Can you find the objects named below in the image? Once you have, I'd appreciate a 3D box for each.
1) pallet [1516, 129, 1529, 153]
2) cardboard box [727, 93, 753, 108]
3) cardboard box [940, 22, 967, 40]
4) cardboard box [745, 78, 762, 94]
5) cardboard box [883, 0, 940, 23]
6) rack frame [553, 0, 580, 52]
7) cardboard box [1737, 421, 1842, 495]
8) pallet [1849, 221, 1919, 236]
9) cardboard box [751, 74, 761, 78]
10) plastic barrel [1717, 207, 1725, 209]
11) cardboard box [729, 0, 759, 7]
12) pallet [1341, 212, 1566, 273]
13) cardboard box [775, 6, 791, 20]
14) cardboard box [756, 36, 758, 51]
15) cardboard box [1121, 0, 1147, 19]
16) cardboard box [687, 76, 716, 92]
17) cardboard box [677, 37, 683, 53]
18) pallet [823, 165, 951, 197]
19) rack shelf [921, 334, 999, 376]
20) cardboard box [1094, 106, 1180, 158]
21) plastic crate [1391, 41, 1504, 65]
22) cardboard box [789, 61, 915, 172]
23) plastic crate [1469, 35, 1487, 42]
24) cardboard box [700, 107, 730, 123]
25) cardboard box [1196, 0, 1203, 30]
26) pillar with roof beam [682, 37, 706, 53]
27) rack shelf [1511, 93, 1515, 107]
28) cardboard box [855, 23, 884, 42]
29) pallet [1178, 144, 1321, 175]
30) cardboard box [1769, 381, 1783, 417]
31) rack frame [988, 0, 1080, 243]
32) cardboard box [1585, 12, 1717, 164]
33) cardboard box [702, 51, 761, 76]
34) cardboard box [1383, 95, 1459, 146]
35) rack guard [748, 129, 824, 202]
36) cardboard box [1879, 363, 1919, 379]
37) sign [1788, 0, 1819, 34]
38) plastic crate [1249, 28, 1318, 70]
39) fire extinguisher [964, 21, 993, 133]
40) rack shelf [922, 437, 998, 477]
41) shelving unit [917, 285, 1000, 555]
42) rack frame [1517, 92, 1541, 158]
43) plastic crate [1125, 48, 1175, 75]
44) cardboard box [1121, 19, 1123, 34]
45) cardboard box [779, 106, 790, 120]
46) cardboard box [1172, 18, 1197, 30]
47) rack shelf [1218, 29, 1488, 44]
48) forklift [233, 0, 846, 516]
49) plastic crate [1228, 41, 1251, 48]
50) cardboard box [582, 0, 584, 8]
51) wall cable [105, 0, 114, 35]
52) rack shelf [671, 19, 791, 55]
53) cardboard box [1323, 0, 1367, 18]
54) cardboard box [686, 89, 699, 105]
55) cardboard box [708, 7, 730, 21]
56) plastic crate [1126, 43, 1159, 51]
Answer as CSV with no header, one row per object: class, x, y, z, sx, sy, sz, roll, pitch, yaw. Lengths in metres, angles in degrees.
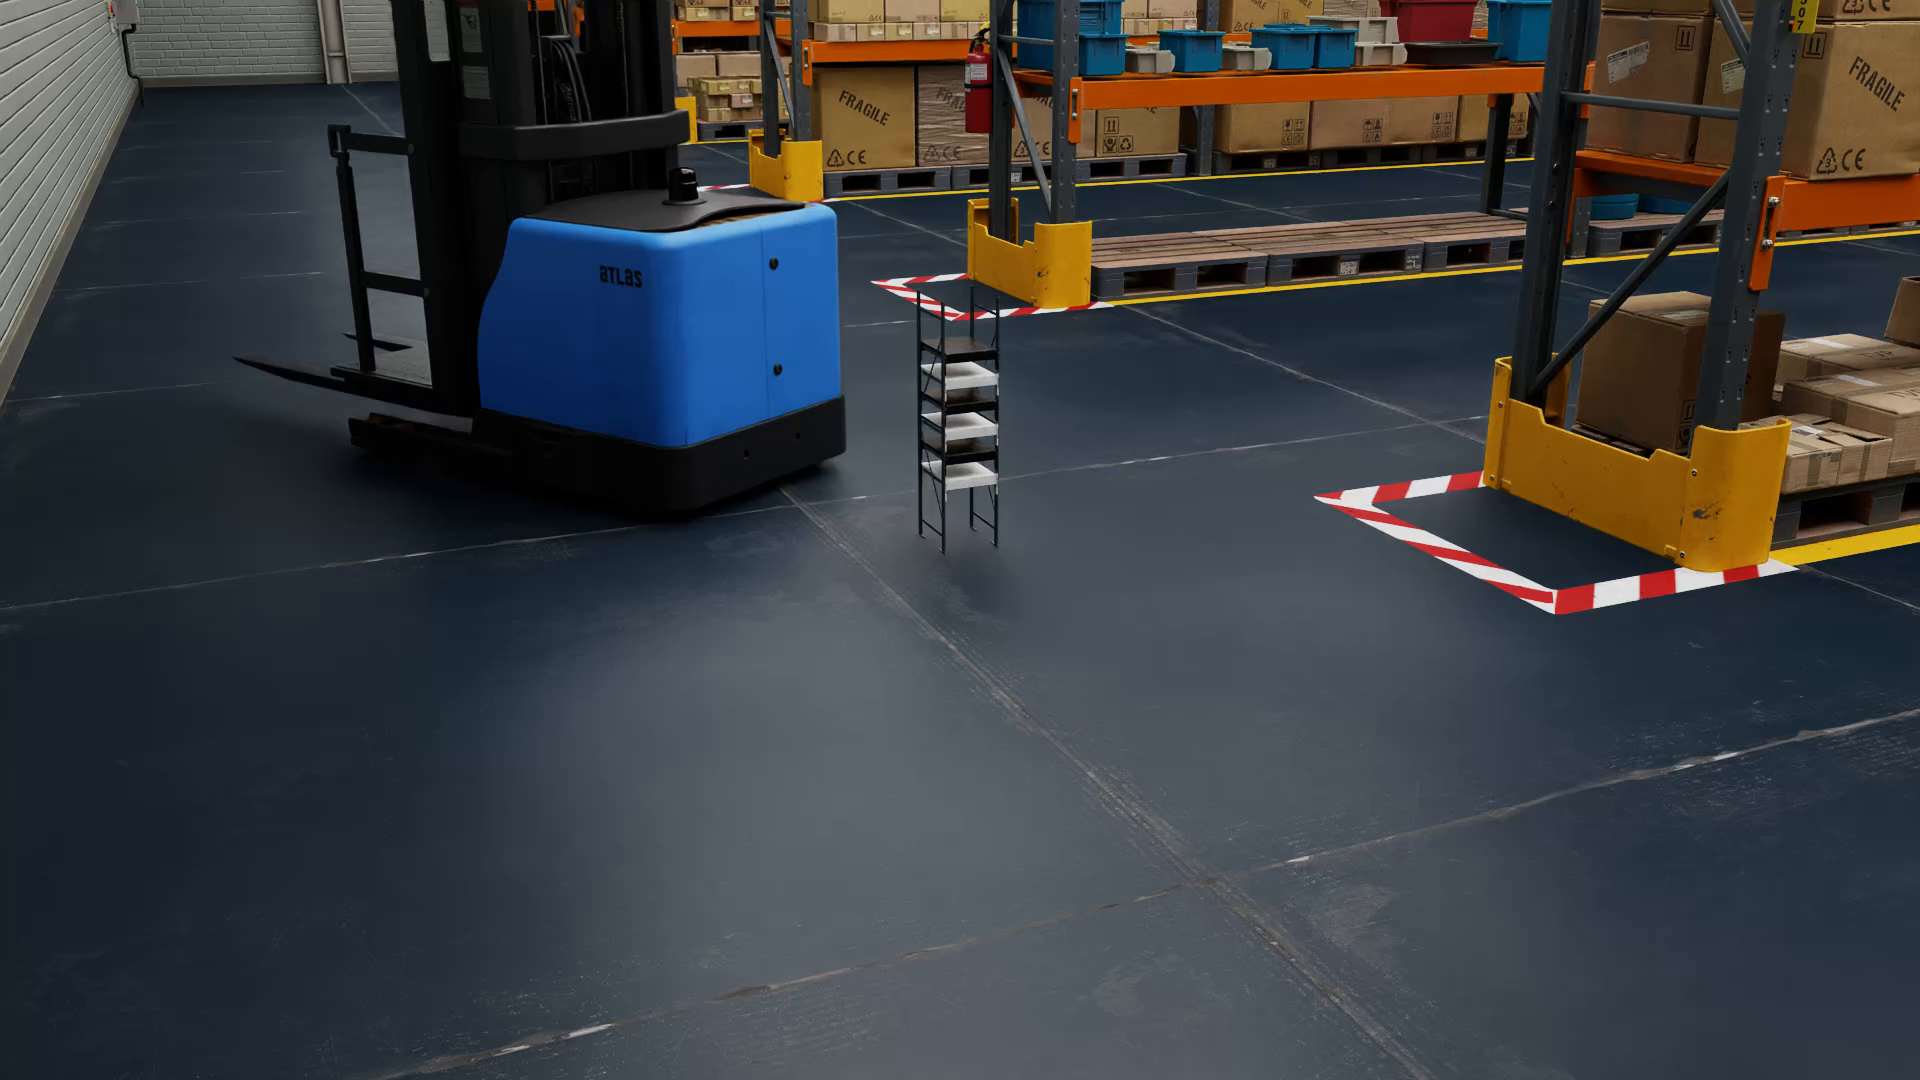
pallet,6.538,-4.347,18.050,1.213,0.211,1.003,-8,21,-22
cardboard box,-2.541,-5.037,19.022,0.250,0.149,0.380,-8,21,-22
cardboard box,-0.127,-4.471,14.582,0.250,0.149,0.380,-9,21,-23
cardboard box,-2.295,-5.200,19.038,0.250,0.149,0.380,-8,21,-22
cardboard box,-0.504,-4.628,14.429,0.500,0.250,0.500,-8,21,-23
rack frame,-5.451,-7.530,22.891,0.127,3.000,1.000,-8,21,-22
cardboard box,2.915,-0.299,5.986,0.250,0.149,0.380,-8,21,-22
pallet,7.074,-2.618,13.139,1.213,0.211,1.003,-8,21,-22
cardboard box,-2.308,-5.417,19.656,0.250,0.149,0.380,-9,21,-24
plastic barrel,5.819,-2.755,12.443,0.421,0.512,0.421,0,19,0
cardboard box,-2.395,-6.274,18.726,0.500,0.500,0.500,-8,21,-22
pallet,3.449,-2.100,11.667,1.213,0.211,1.003,-8,21,-22
cardboard box,-2.043,-6.027,19.001,0.250,0.149,0.380,-8,21,-22
cardboard box,-3.414,-8.743,29.468,0.500,0.500,0.500,-8,21,-22
cardboard box,1.371,-4.896,15.190,0.500,0.250,0.500,-7,21,-20
cardboard box,-3.012,-5.314,19.363,0.250,0.149,0.380,-8,21,-21
cardboard box,-5.068,-8.351,28.354,0.500,0.500,0.700,-9,21,-24
pallet,-0.823,-3.321,15.137,1.213,0.211,1.003,-8,21,-22
rack shelf,-0.007,-0.647,5.791,0.200,0.077,0.258,-8,21,-22
cardboard box,1.509,-4.167,15.908,0.875,0.875,0.875,-8,21,-22
plastic crate,3.187,-3.193,10.897,0.590,0.125,0.437,-8,21,-22
cardboard box,-0.970,-3.812,14.899,0.875,0.875,0.875,-8,21,-22
plastic crate,3.625,-3.410,11.496,0.243,0.136,0.396,-8,21,-22
cardboard box,-2.790,-4.858,18.963,0.250,0.149,0.380,-8,21,-21
cardboard box,2.468,-5.226,16.197,0.500,0.500,0.500,-8,21,-22
pillar with roof beam,-3.039,-11.269,24.478,0.400,9.000,9.100,-8,21,-22
rack shelf,5.945,-3.447,12.379,4.000,0.370,1.077,-8,21,-22
cardboard box,-0.834,-4.369,14.293,0.250,0.149,0.380,-8,21,-23
pallet,2.825,-3.843,16.619,1.213,0.211,1.003,-8,21,-22
cardboard box,3.204,-0.530,6.614,0.250,0.166,0.380,-8,21,-22
rack frame,0.436,-2.997,10.018,0.127,3.000,1.000,-8,21,-22
cardboard box,2.698,-1.675,6.113,0.500,0.500,0.500,-7,21,-20
cardboard box,-3.219,-6.878,24.264,0.875,0.438,0.875,-9,21,-24
cardboard box,4.356,-4.557,17.014,0.875,0.875,1.225,-8,21,-22
rack guard,-1.548,-3.325,14.714,0.348,0.500,1.175,-8,21,-22
cardboard box,3.924,-0.513,6.441,0.500,0.250,0.500,-8,21,-22
sign,2.609,-1.729,5.113,0.005,0.325,0.100,-8,21,-22
plastic crate,2.002,-3.052,10.335,0.300,0.233,0.416,-8,21,-22
fire extinguisher,0.117,-2.904,10.430,0.183,0.674,0.296,-8,21,-22
rack shelf,-0.007,-0.307,5.911,0.200,0.077,0.258,-8,21,-22
shelving unit,-0.007,-0.423,5.870,0.210,0.900,0.258,-8,21,-22
rack frame,5.820,-5.560,17.297,0.127,3.000,1.000,-8,21,-22
plastic crate,1.120,-2.850,9.907,0.298,0.136,0.250,-8,21,-22
cardboard box,1.288,-4.674,15.158,0.250,0.149,0.380,-8,21,-21
cardboard box,-2.079,-4.953,19.232,0.250,0.149,0.380,-8,21,-21
cardboard box,1.997,-4.775,15.446,0.250,0.149,0.380,-8,21,-22
rack shelf,3.983,-4.958,16.669,4.000,0.370,1.077,-8,21,-22
forklift,-1.971,-1.835,6.822,3.031,2.935,1.130,13,23,32
plastic crate,1.895,-3.186,10.861,0.250,0.136,0.298,-8,21,-22
cardboard box,-4.897,-7.552,22.805,0.500,0.500,0.500,-8,21,-22
wall cable,-10.620,-7.275,20.590,0.123,1.953,0.585,-8,21,-22
rack shelf,-1.561,-5.957,19.508,4.000,0.370,1.077,-8,21,-22
cardboard box,3.589,-5.197,16.116,0.500,0.500,0.500,-9,21,-23
cardboard box,-3.026,-5.184,19.440,0.250,0.149,0.380,-9,21,-23
cardboard box,-2.753,-5.904,18.651,0.250,0.149,0.380,-7,21,-20
plastic crate,1.113,-3.064,10.513,0.243,0.136,0.396,-8,21,-22
